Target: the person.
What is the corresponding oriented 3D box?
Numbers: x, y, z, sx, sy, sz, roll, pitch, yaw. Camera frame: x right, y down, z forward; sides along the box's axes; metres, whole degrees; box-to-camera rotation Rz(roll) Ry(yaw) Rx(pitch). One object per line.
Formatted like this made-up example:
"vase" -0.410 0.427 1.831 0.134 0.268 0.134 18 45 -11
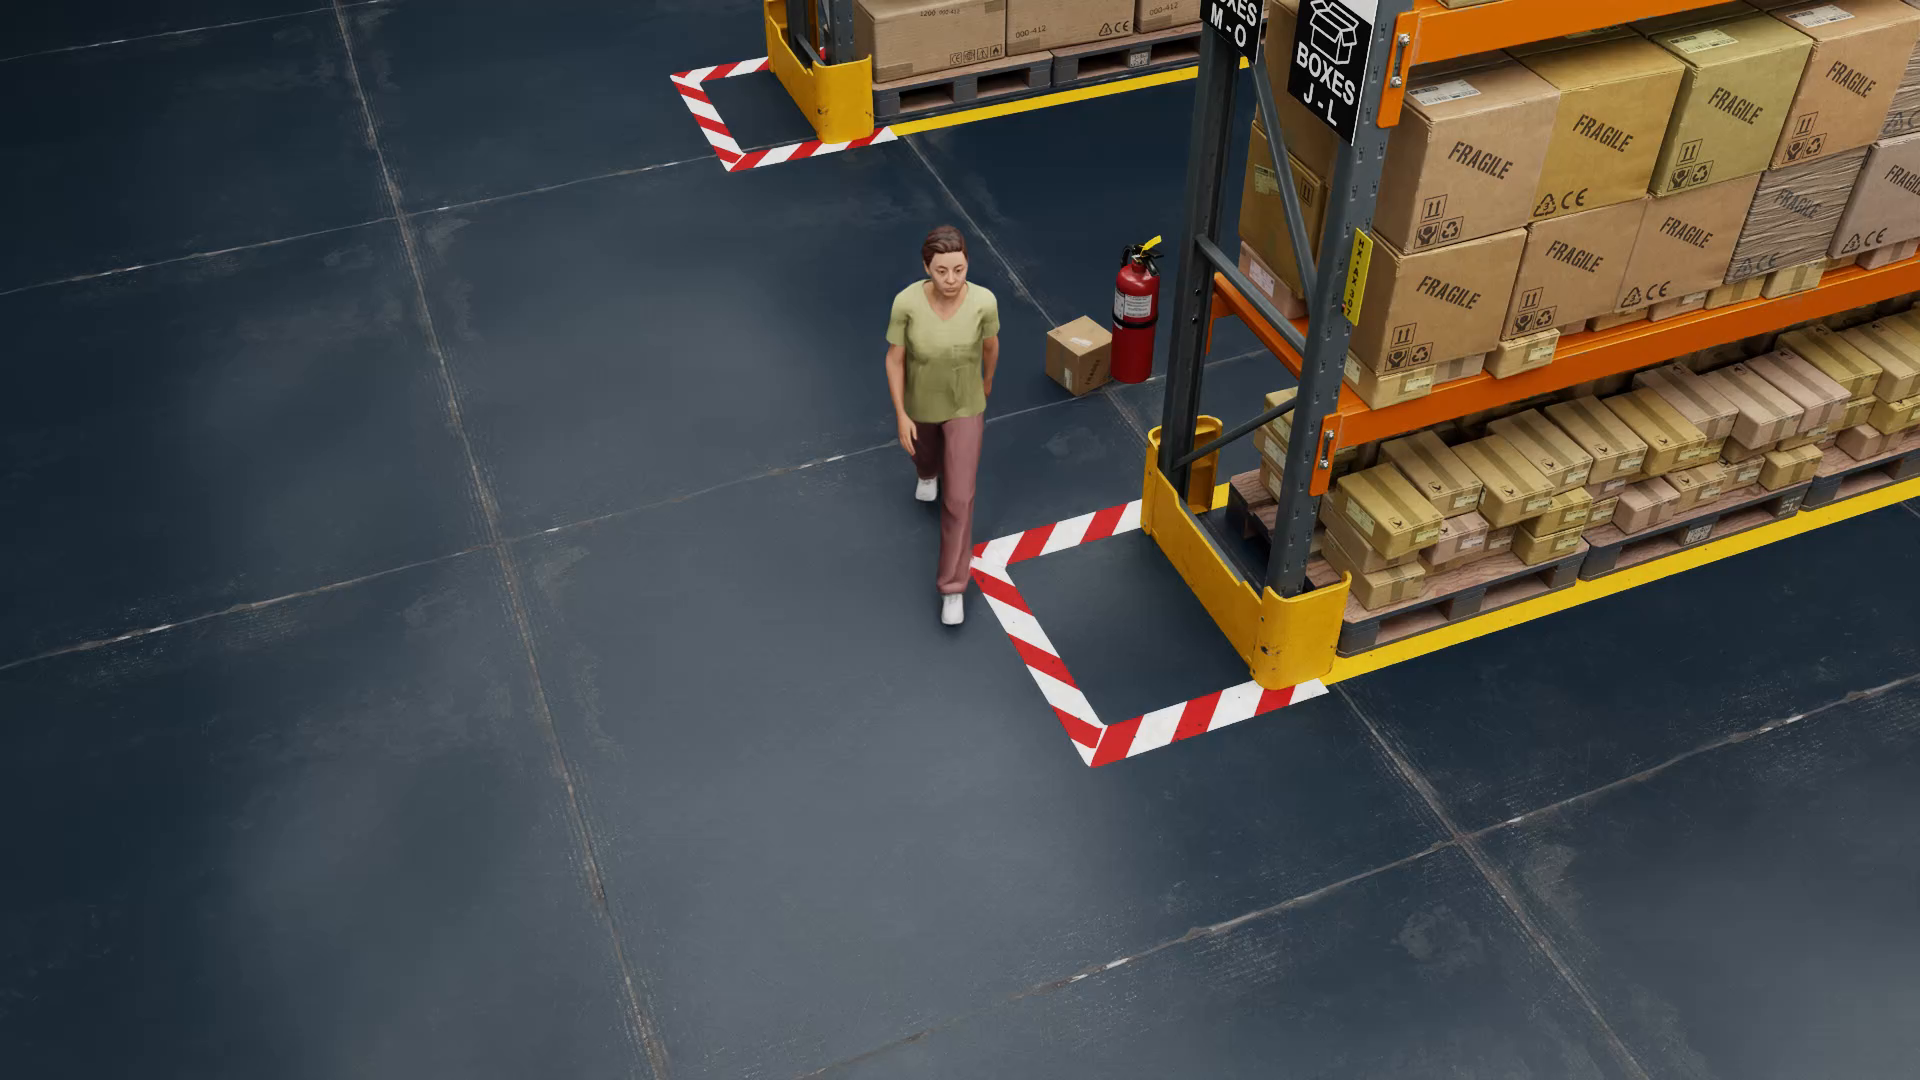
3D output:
"person" -0.073 -0.558 6.791 0.441 1.616 1.064 4 42 4
